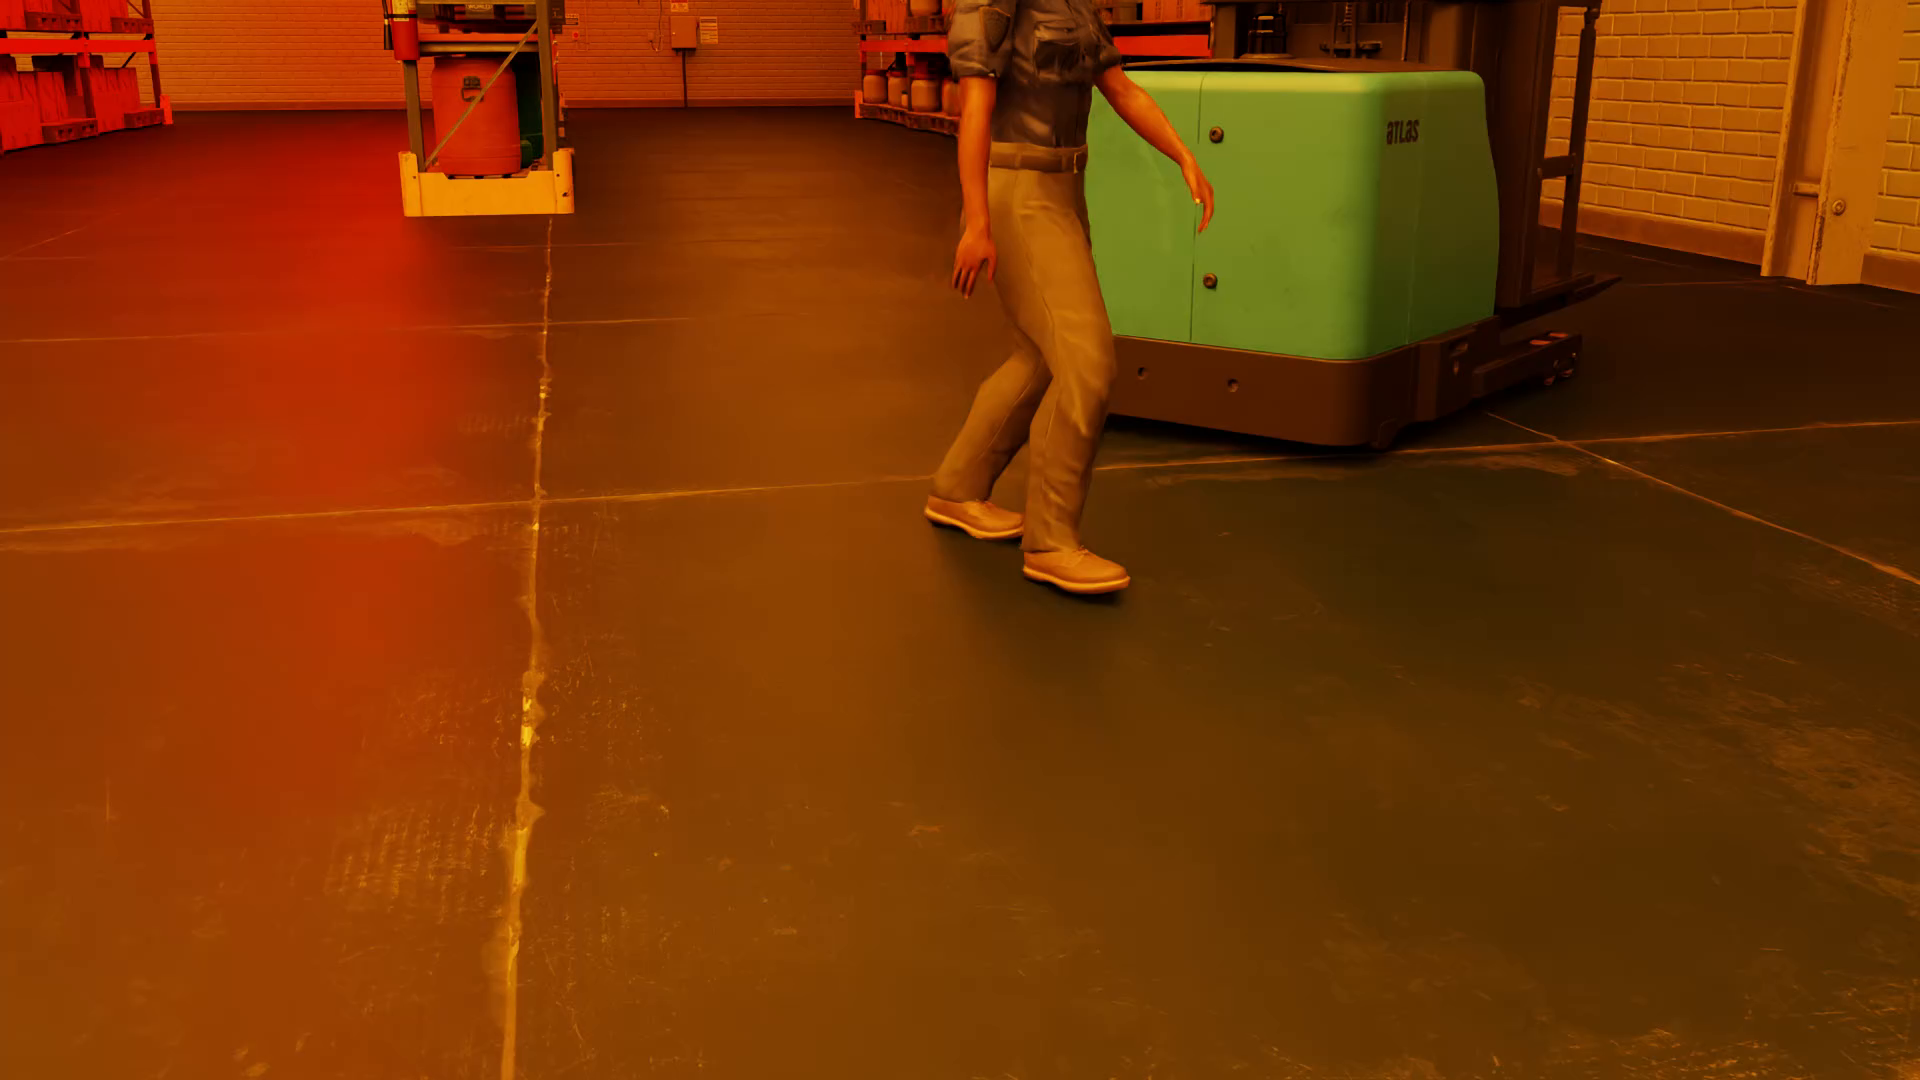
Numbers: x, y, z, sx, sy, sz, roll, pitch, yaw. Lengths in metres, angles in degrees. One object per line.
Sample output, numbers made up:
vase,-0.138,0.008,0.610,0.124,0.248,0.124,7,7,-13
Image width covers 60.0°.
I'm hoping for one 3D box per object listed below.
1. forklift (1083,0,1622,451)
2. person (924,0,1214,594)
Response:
forklift,1.586,-2.017,5.662,1.130,2.935,3.031,12,20,36
person,0.179,-0.719,3.647,0.710,1.593,0.586,6,18,20
